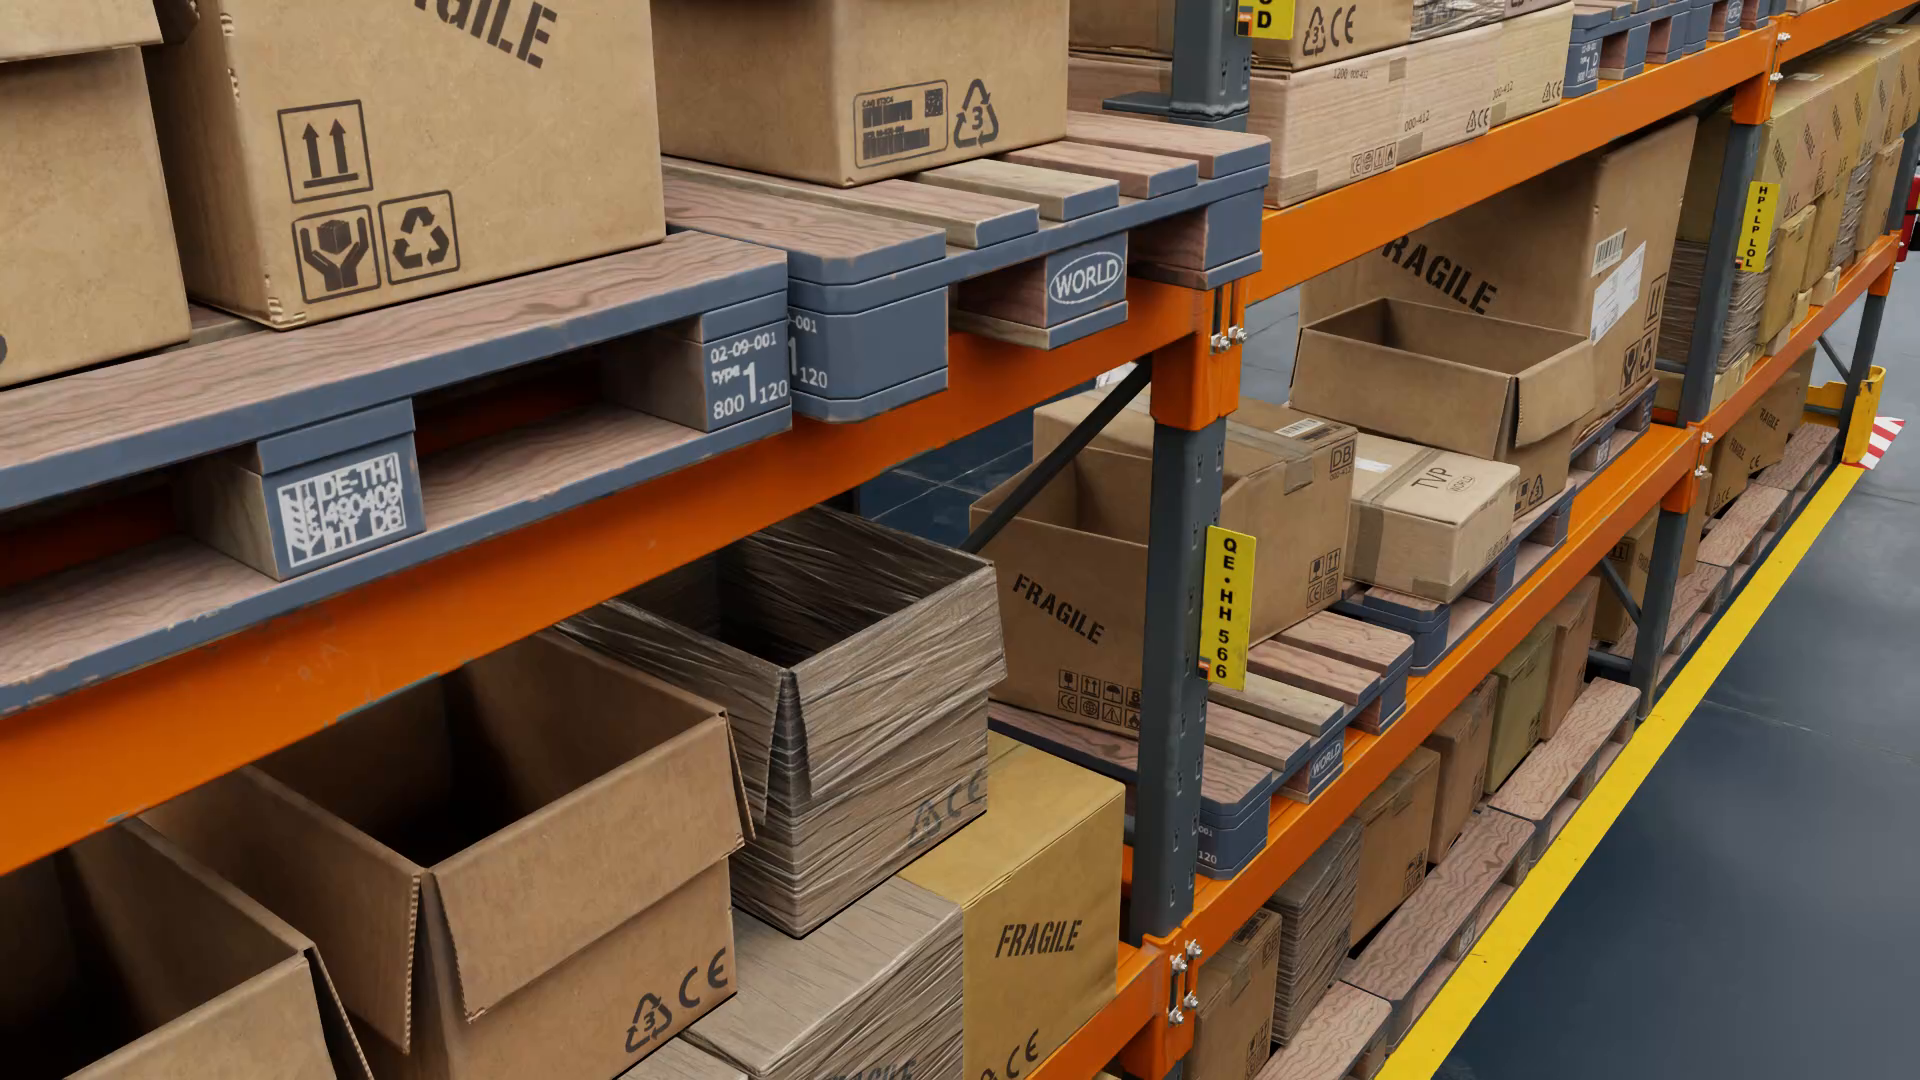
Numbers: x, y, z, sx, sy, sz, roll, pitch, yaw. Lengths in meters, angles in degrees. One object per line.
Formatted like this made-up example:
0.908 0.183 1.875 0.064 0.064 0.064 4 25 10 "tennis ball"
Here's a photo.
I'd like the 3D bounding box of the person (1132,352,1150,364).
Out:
0.826 -0.184 6.978 0.571 1.673 0.459 -18 29 -35 "person"
